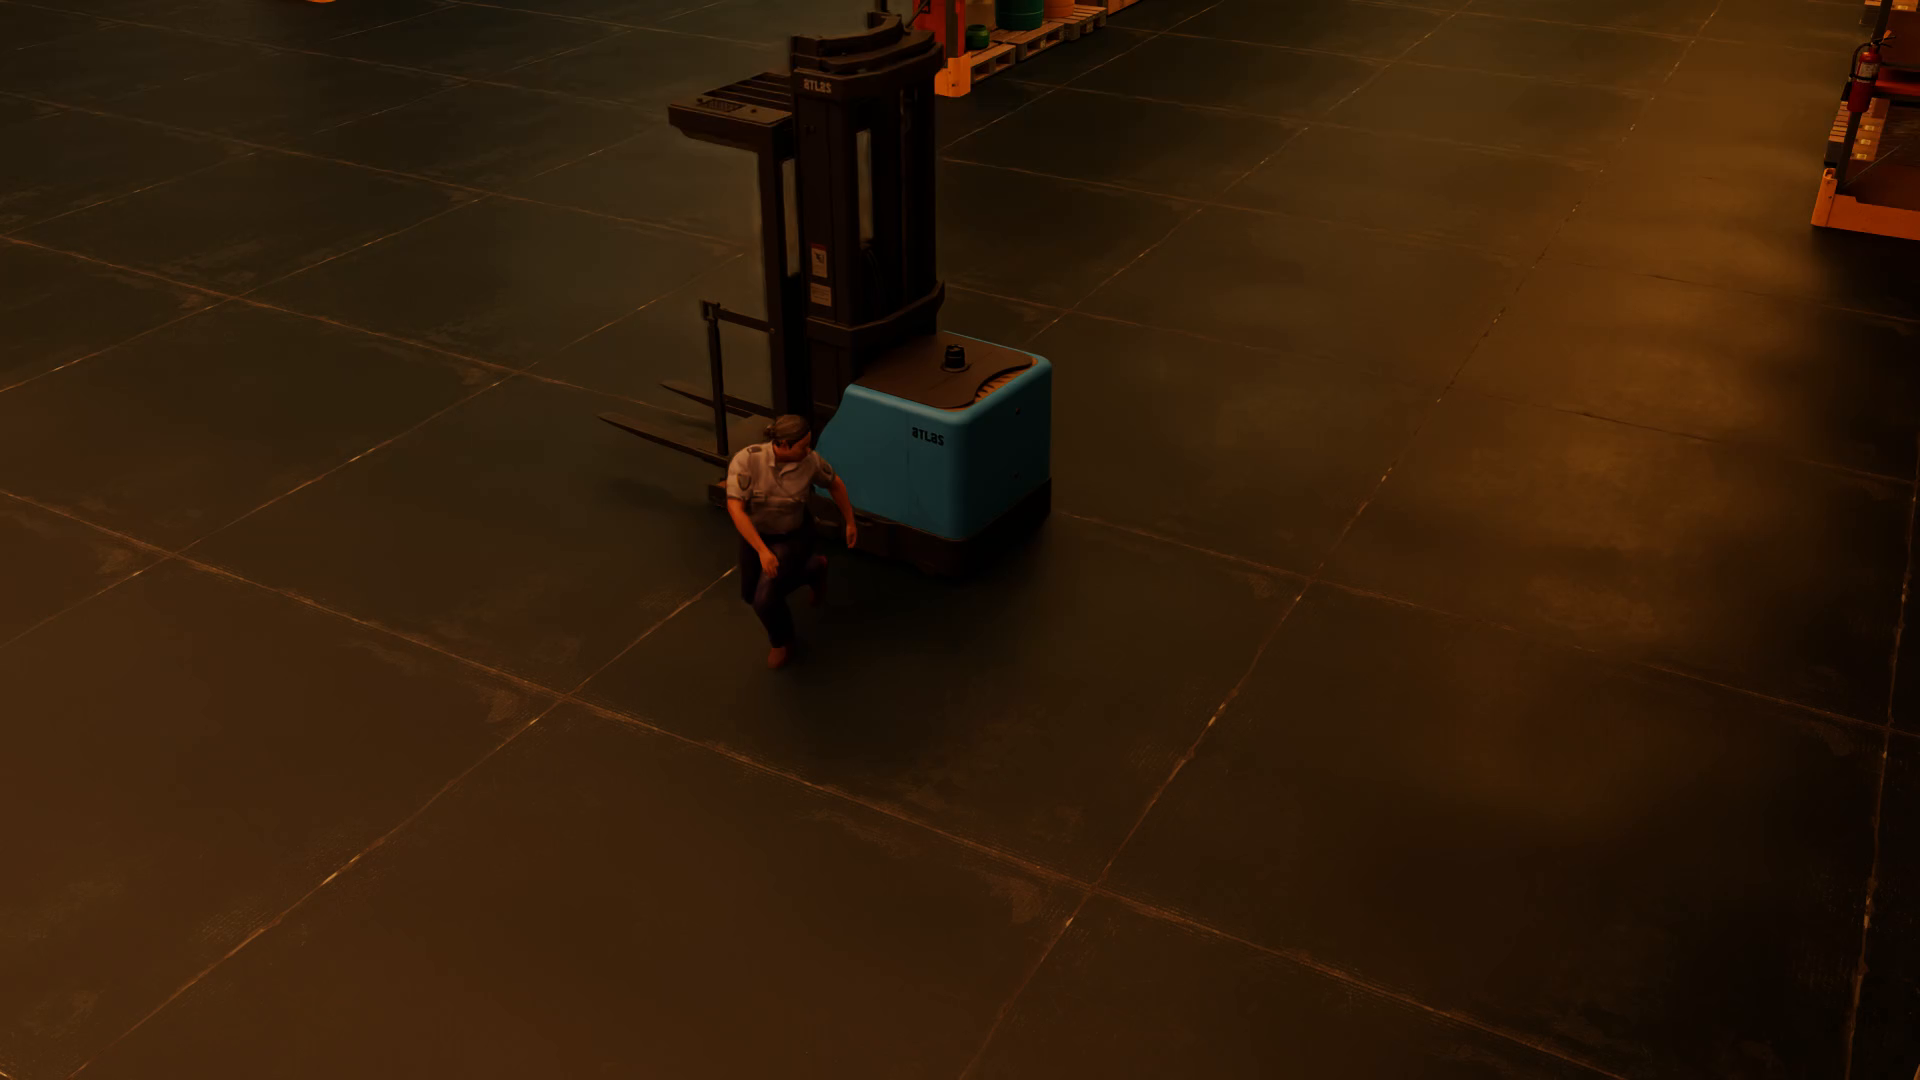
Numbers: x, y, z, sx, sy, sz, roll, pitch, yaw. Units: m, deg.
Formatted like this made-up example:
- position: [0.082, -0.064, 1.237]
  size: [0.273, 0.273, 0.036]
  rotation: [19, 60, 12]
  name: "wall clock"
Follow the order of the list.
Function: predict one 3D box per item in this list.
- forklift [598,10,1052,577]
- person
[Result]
- position: [-0.954, -1.614, 9.867]
  size: [3.031, 2.935, 1.130]
  rotation: [19, 35, 29]
  name: "forklift"
- position: [-0.879, -0.052, 8.724]
  size: [0.589, 1.433, 0.846]
  rotation: [8, 31, 14]
  name: "person"
